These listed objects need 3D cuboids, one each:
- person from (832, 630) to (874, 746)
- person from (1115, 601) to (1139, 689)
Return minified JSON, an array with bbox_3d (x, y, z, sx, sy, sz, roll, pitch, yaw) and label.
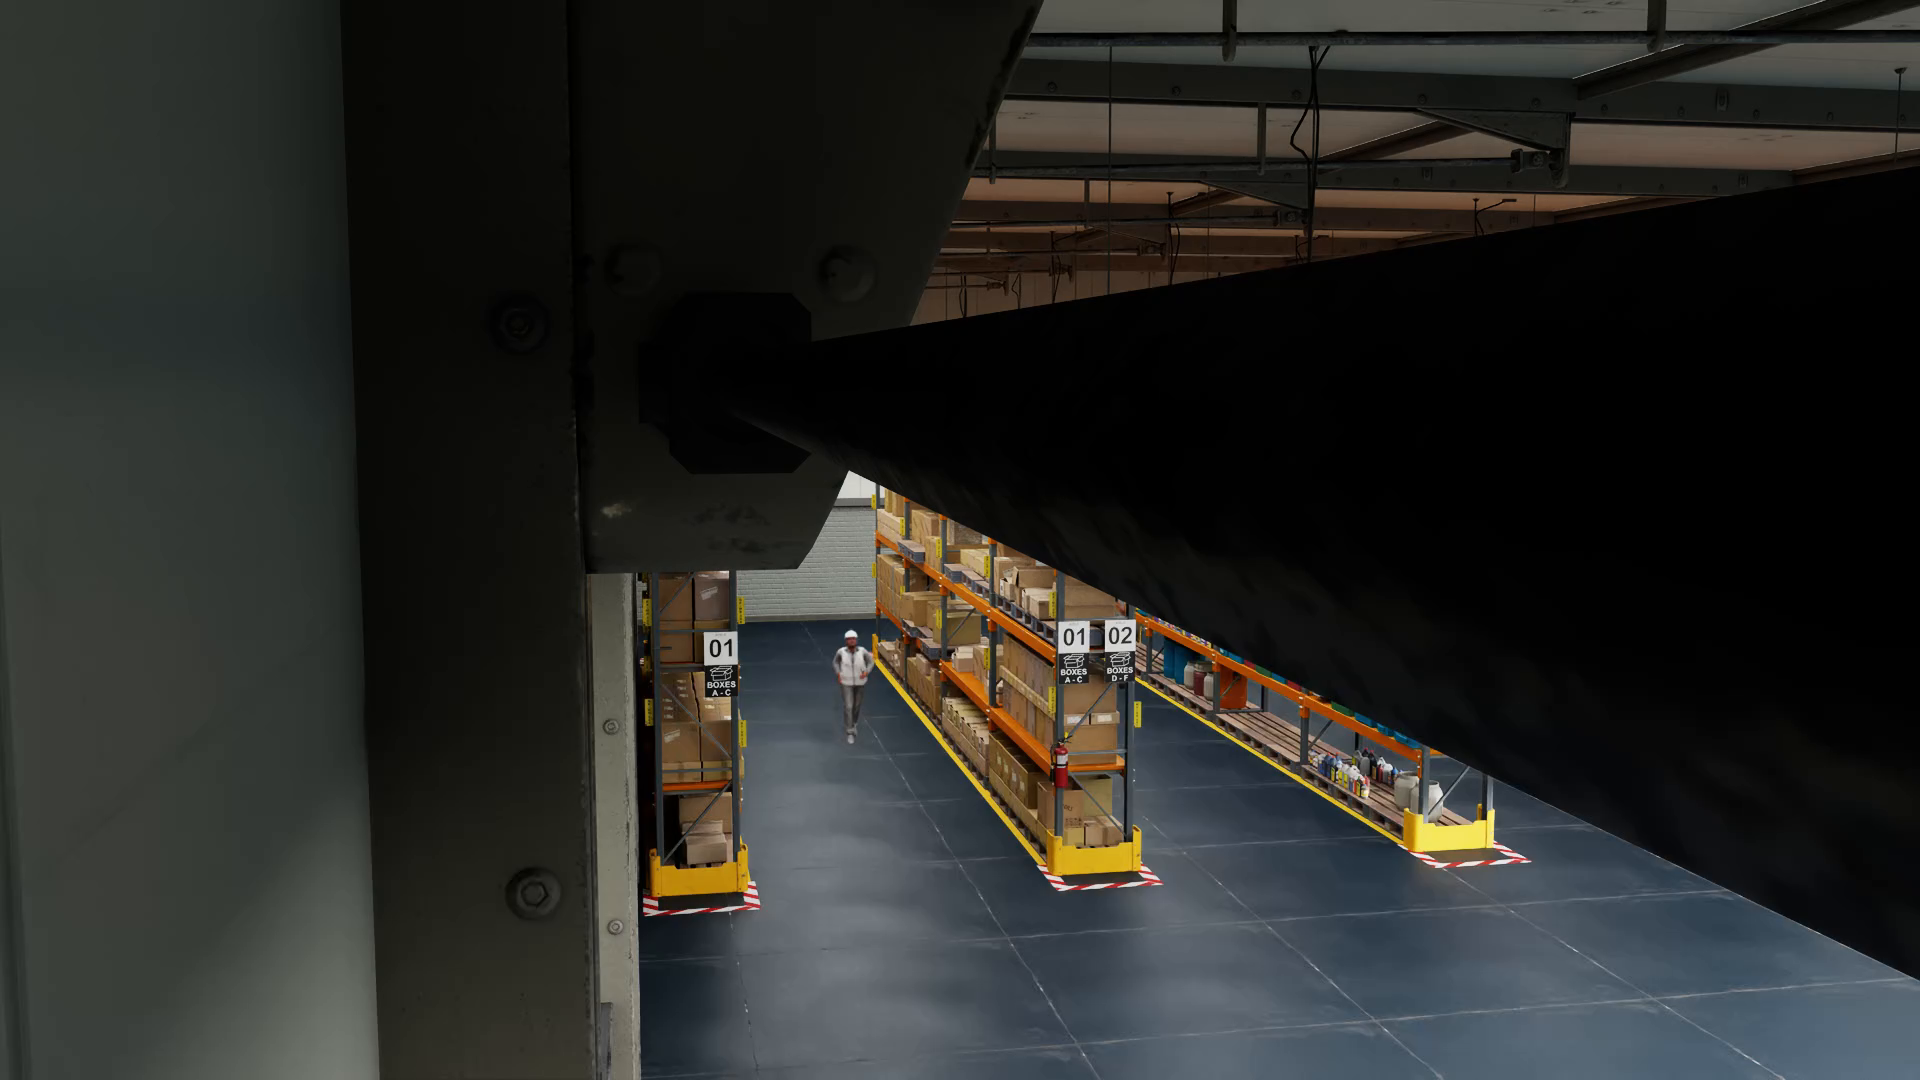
[{"bbox_3d":[-1.743,2.378,27.239,0.675,1.849,0.730,-1,6,-9],"label":"person"},{"bbox_3d":[3.109,1.998,31.304,0.635,1.722,0.567,-1,6,-9],"label":"person"}]
